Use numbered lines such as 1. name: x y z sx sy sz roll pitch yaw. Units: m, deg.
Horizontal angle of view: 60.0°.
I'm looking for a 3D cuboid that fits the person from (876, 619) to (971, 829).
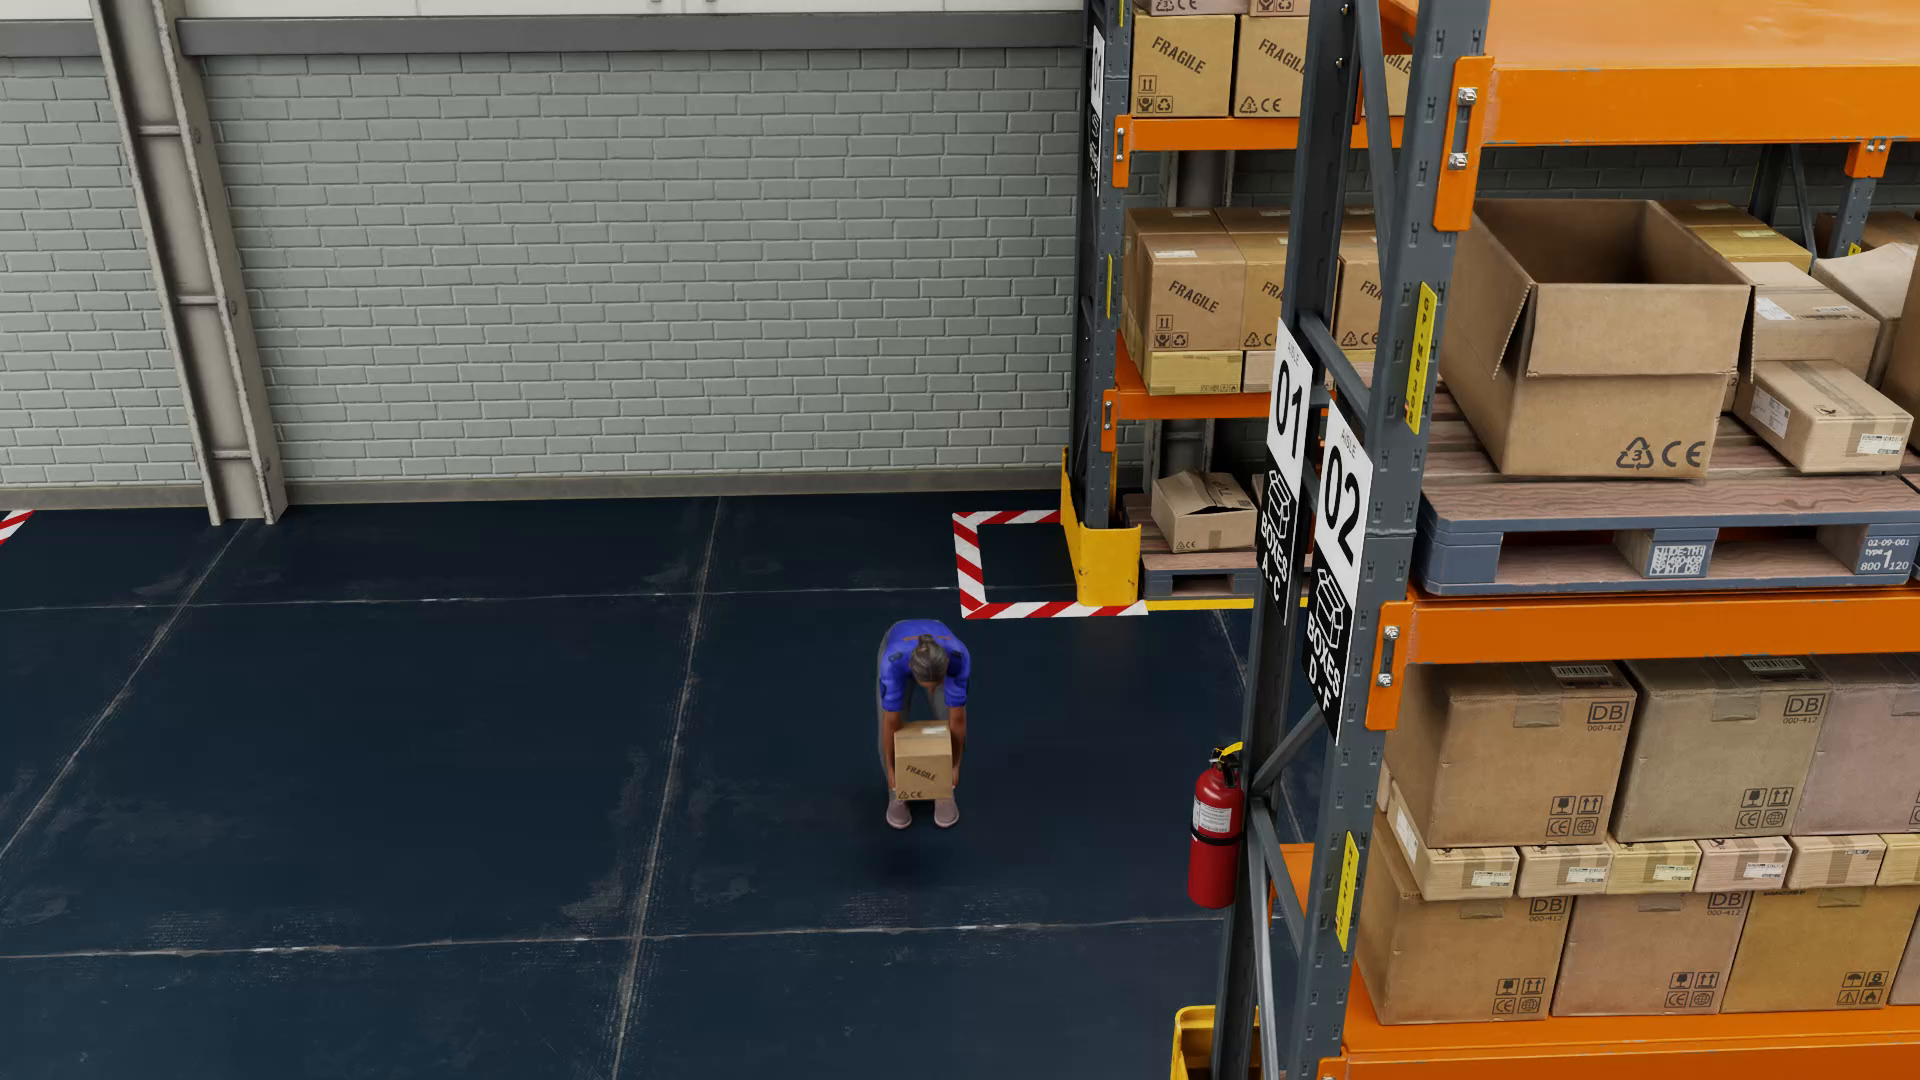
1. person: -0.169 0.826 7.555 0.416 1.196 0.830 -2 28 -5
